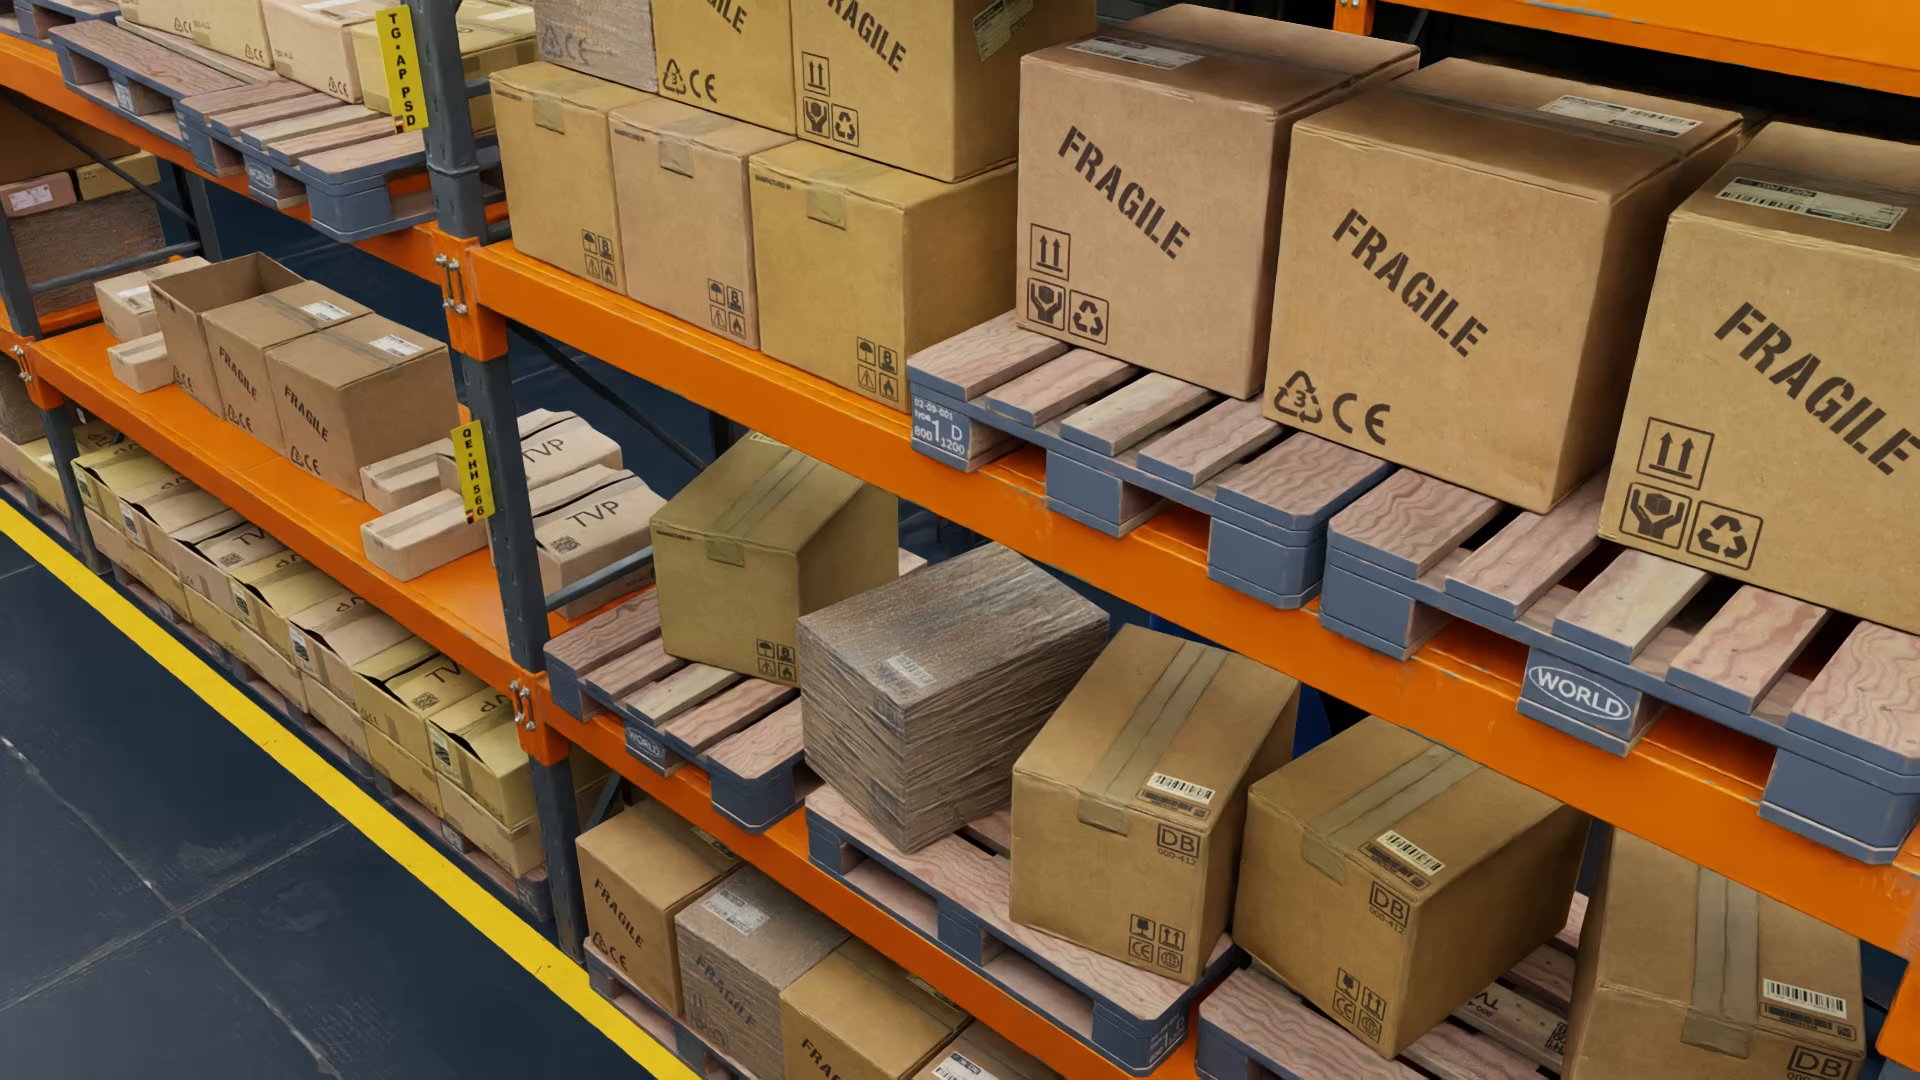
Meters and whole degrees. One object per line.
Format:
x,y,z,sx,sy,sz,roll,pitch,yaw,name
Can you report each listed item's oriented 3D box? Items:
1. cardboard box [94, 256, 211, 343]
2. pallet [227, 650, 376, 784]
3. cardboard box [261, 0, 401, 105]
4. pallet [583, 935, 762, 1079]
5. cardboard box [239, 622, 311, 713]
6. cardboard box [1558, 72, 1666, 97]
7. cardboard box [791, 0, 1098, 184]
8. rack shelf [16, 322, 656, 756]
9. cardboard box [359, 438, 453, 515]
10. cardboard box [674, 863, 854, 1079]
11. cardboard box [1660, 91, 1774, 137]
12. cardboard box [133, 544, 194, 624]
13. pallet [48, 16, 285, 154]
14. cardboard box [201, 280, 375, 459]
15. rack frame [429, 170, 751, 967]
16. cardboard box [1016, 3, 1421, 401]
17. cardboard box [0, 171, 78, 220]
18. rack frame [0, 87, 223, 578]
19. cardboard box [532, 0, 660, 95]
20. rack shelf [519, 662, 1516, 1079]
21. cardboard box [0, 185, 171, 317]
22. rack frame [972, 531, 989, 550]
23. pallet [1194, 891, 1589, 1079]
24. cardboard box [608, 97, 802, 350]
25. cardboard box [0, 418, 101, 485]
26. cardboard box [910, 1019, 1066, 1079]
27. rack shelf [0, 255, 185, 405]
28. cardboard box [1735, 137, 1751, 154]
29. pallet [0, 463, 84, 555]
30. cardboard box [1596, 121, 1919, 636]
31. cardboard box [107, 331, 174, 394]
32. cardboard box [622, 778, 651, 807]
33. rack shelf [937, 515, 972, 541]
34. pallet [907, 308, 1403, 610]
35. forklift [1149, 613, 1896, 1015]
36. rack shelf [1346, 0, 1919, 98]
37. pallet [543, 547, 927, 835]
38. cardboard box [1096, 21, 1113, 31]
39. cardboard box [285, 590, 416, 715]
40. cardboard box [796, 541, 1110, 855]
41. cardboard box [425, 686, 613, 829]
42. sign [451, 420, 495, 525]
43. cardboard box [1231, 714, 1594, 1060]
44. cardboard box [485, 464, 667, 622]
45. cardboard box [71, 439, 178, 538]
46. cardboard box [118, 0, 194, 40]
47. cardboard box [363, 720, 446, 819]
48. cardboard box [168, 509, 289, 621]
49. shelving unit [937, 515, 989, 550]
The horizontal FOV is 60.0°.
-3.681,-1.089,7.795,0.500,0.250,0.500,-27,40,-37,cardboard box
-2.595,0.550,7.631,1.213,0.211,1.003,25,39,35,pallet
-1.885,-1.633,5.384,0.500,0.250,0.500,26,40,36,cardboard box
-0.582,1.545,5.978,1.213,0.211,1.003,25,39,35,pallet
-2.802,0.458,7.340,0.500,0.250,0.500,26,40,36,cardboard box
3.103,-2.080,8.164,0.500,0.250,0.500,24,38,34,cardboard box
-0.035,-1.172,3.814,0.500,0.500,0.500,25,39,35,cardboard box
-2.593,-0.306,7.048,4.000,0.370,1.077,25,39,35,rack shelf
-2.093,-0.234,6.475,0.380,0.149,0.250,-26,40,-36,cardboard box
-0.572,1.406,5.503,0.500,0.500,0.500,23,38,33,cardboard box
3.481,-1.901,7.867,0.500,0.250,0.500,24,38,34,cardboard box
-3.565,0.103,7.929,0.500,0.250,0.500,26,40,36,cardboard box
-2.504,-1.713,5.962,1.213,0.211,1.003,27,40,37,pallet
-2.755,-0.722,6.944,0.500,0.500,0.500,25,39,35,cardboard box
-1.110,0.078,5.712,0.127,3.000,1.000,25,39,35,rack frame
0.541,-0.752,3.581,0.600,0.600,0.600,23,38,33,cardboard box
-4.421,-1.640,7.839,0.250,0.149,0.380,25,39,35,cardboard box
-4.076,-1.307,8.012,0.127,3.000,1.000,25,39,35,rack frame
-0.791,-1.525,4.400,0.500,0.500,0.500,25,39,35,cardboard box
0.373,1.078,4.748,4.000,0.370,1.077,25,39,35,rack shelf
-4.409,-1.501,8.237,0.500,0.500,0.700,24,38,34,cardboard box
0.130,-0.389,8.378,0.008,1.050,0.200,25,39,35,rack frame
1.336,1.226,3.991,1.213,0.211,1.003,25,39,35,pallet
-0.386,-0.936,4.390,0.500,0.500,0.910,25,39,35,cardboard box
-4.930,-0.562,9.034,0.500,0.250,0.500,25,39,35,cardboard box
0.187,1.760,4.915,0.500,0.500,0.500,24,38,34,cardboard box
-5.559,-1.691,9.347,4.000,0.370,1.077,25,39,35,rack shelf
3.530,-1.531,7.252,0.500,0.250,0.500,24,39,34,cardboard box
-4.637,-0.403,9.215,1.213,0.211,1.003,25,39,35,pallet
1.532,-0.291,2.816,0.600,0.600,0.600,21,37,31,cardboard box
-3.556,-0.814,7.438,0.250,0.149,0.380,25,39,35,cardboard box
-1.301,0.782,6.801,0.500,0.250,0.500,25,39,35,cardboard box
0.040,-0.184,8.597,0.240,0.259,0.215,25,39,35,rack shelf
0.648,-0.353,3.701,1.003,0.211,1.213,25,39,35,pallet
2.093,0.072,5.789,1.130,2.935,3.031,-23,38,-33,forklift
3.694,-2.103,7.123,4.000,0.370,1.077,25,39,35,rack shelf
-0.560,0.368,5.417,1.003,0.211,1.213,25,39,35,pallet
0.519,-2.832,10.023,0.700,0.500,0.500,-23,38,-33,cardboard box
-2.426,0.395,6.900,0.500,0.311,0.500,25,39,35,cardboard box
-0.017,0.419,4.641,0.700,0.500,0.500,-21,37,-31,cardboard box
-1.664,0.748,6.313,0.500,0.311,0.500,26,40,36,cardboard box
-1.480,-0.205,5.059,0.005,0.325,0.100,25,39,35,sign
1.102,0.776,4.048,0.700,0.500,0.500,-22,38,-32,cardboard box
-1.350,-0.027,5.972,0.500,0.311,0.500,-27,40,-37,cardboard box
-3.936,-0.310,8.072,0.500,0.311,0.500,25,39,35,cardboard box
-2.699,-2.022,6.031,0.500,0.250,0.500,21,37,31,cardboard box
-2.048,0.810,6.755,0.500,0.250,0.500,25,39,35,cardboard box
-3.184,0.043,7.485,0.500,0.311,0.500,24,38,34,cardboard box
0.040,-0.431,8.448,0.252,1.050,0.215,25,39,35,shelving unit
